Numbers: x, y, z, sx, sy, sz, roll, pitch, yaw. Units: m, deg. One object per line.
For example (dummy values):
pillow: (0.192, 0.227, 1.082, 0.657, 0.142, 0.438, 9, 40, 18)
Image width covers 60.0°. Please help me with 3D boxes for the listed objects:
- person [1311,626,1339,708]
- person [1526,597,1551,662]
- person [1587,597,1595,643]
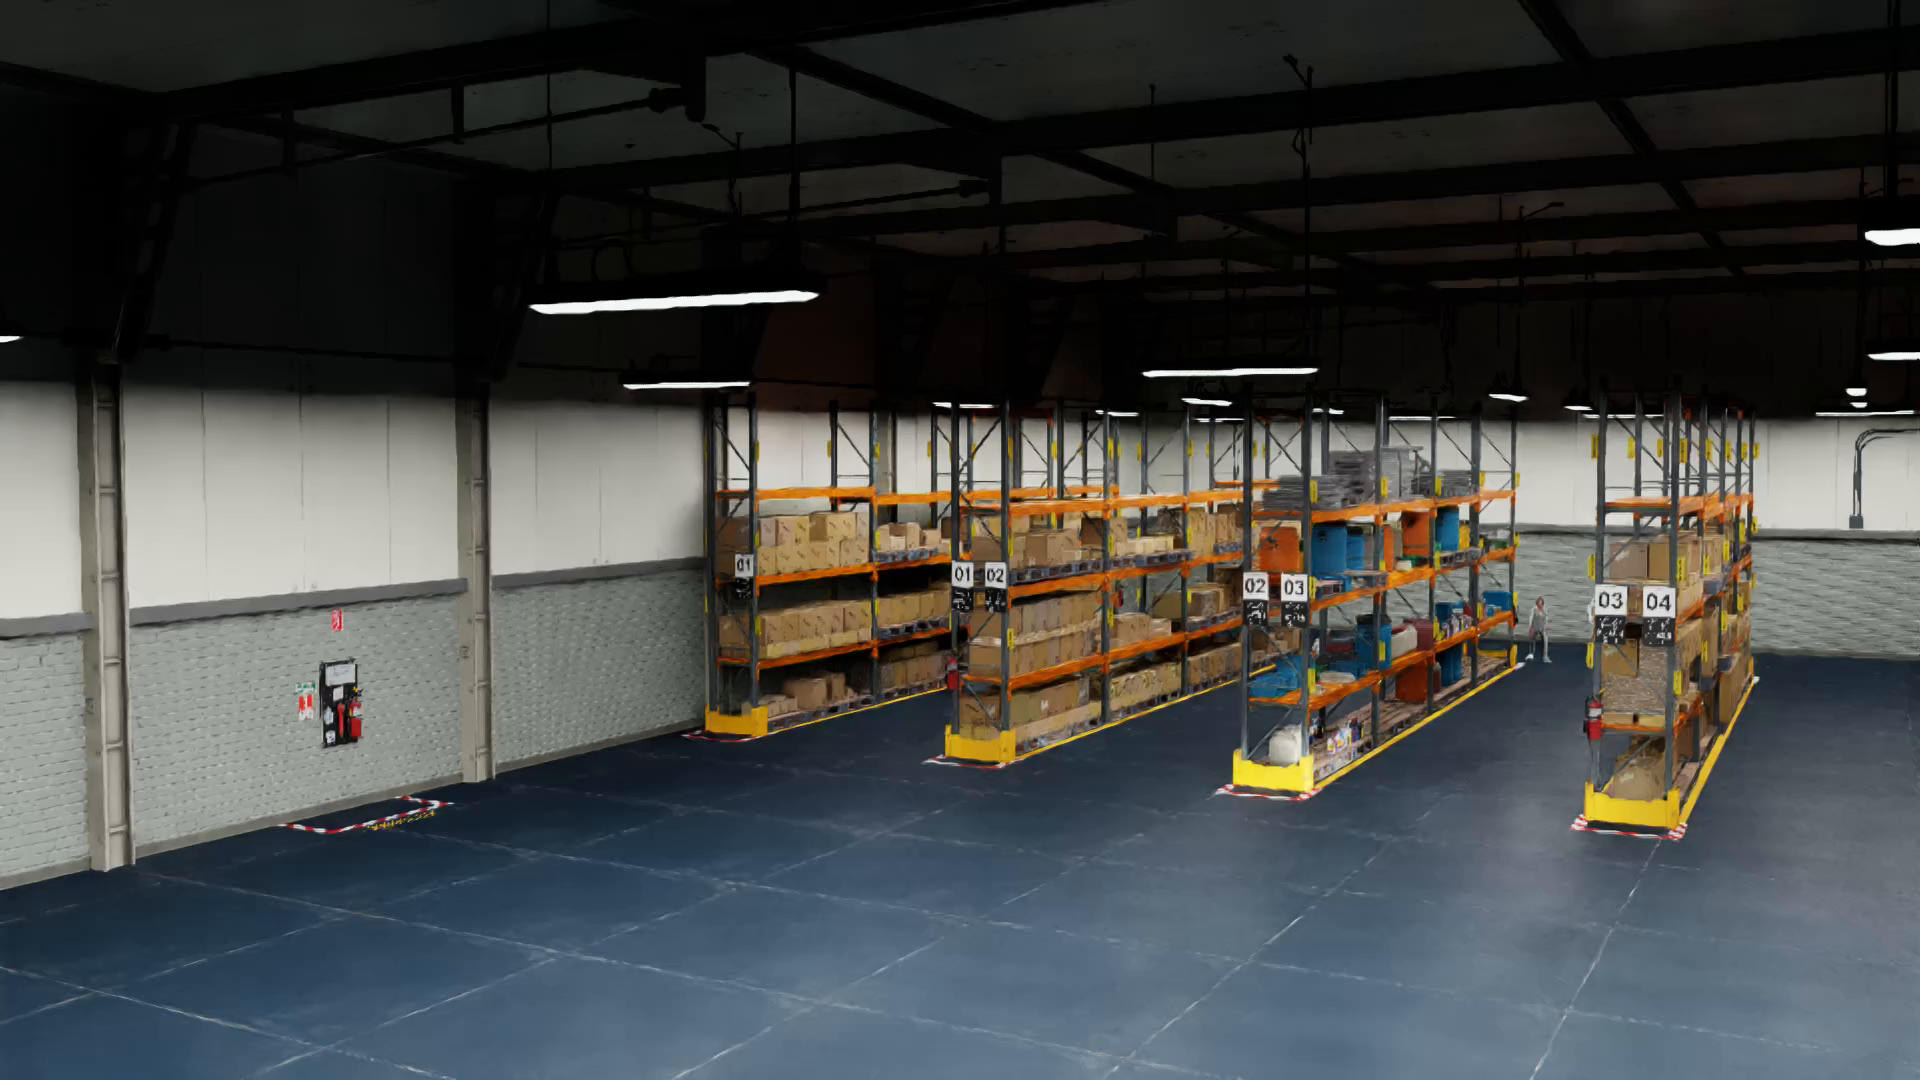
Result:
person: (7.120, 2.460, 32.309, 0.625, 1.611, 0.575, 2, 3, 27)
person: (13.686, 2.106, 39.333, 0.452, 1.536, 0.881, 0, 3, 5)
person: (15.932, 1.961, 41.361, 0.639, 1.632, 0.506, 2, 3, 26)
